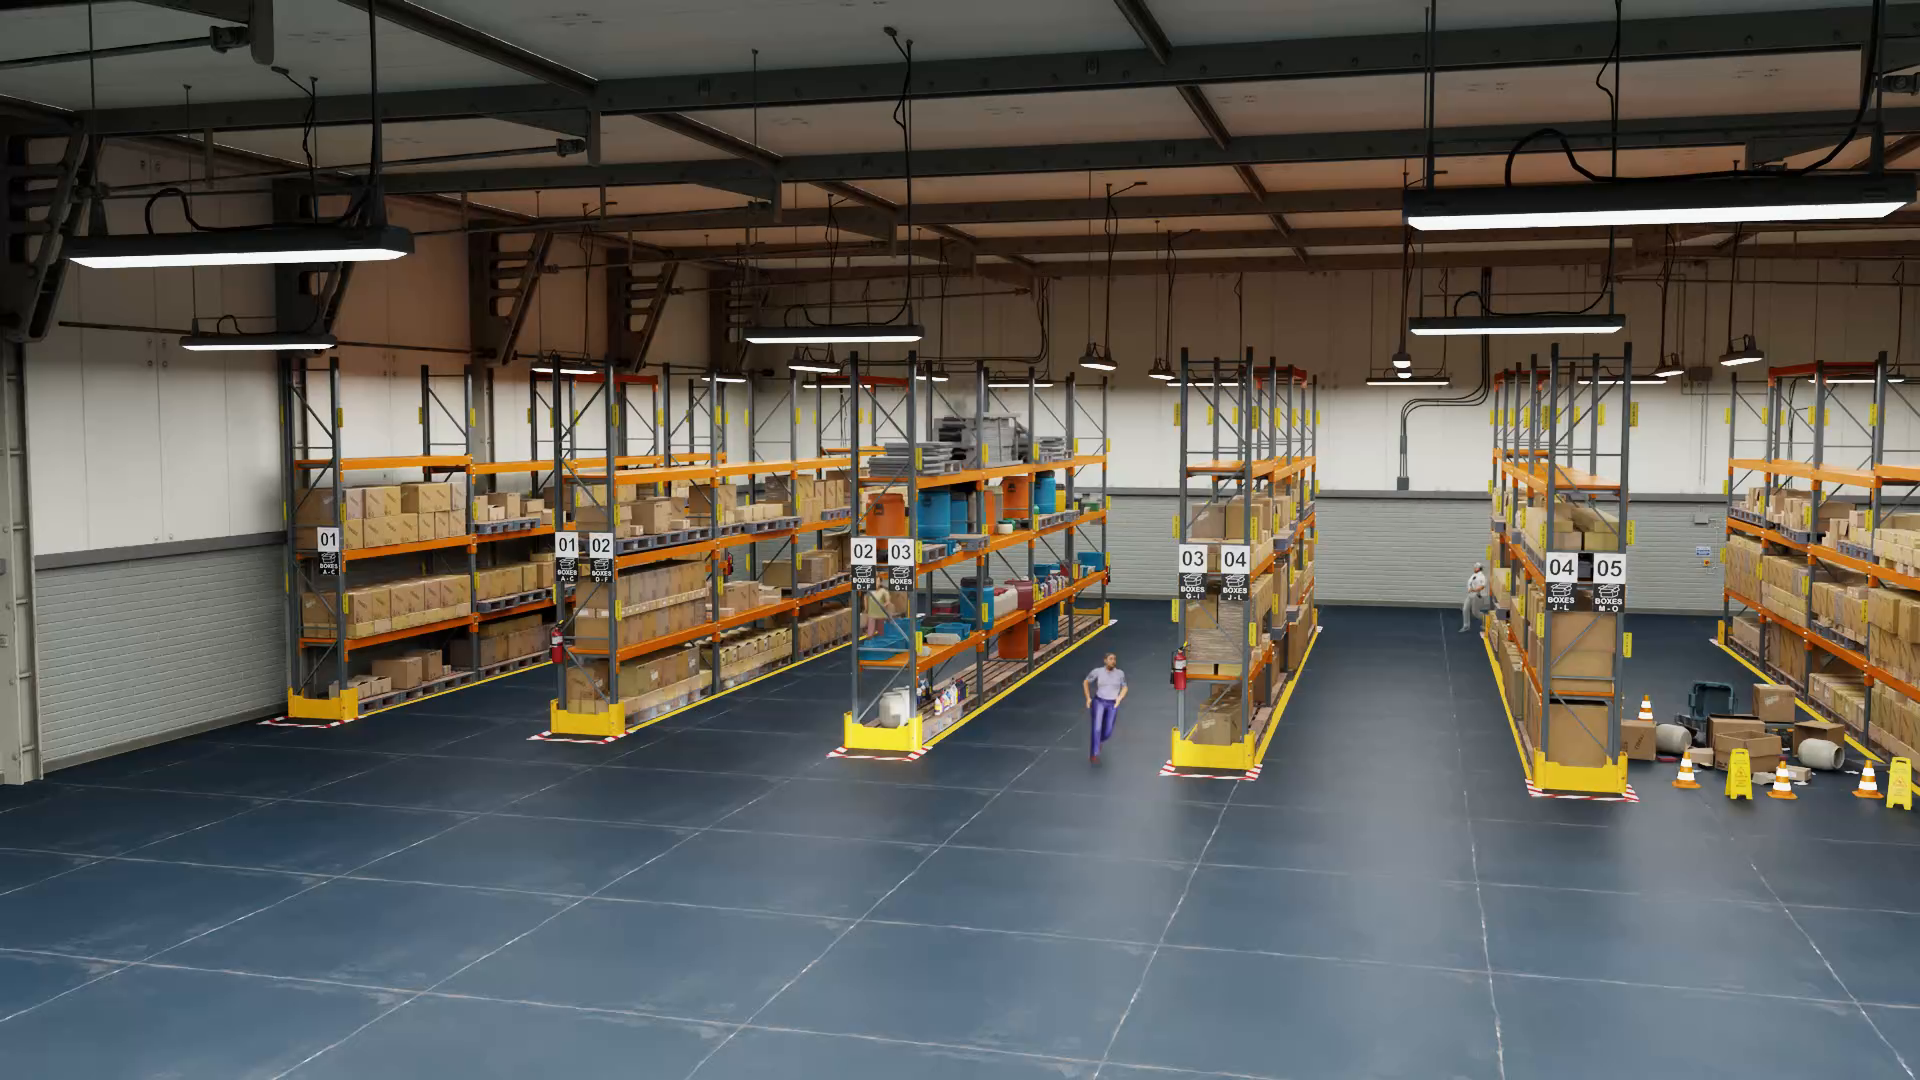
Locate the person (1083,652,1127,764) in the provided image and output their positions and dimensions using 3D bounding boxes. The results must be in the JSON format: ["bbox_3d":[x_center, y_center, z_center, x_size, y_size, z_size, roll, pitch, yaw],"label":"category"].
[{"bbox_3d":[2.128,2.446,24.349,0.647,1.611,0.658,0,4,-4],"label":"person"}]

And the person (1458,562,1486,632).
[{"bbox_3d":[12.100,1.344,38.834,0.783,1.663,0.626,-1,4,-9],"label":"person"}]

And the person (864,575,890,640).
[{"bbox_3d":[-1.607,1.553,32.077,0.538,1.769,0.701,0,4,4],"label":"person"}]

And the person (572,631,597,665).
[{"bbox_3d":[-6.754,1.953,30.121,0.588,1.669,0.834,1,4,7],"label":"person"}]
